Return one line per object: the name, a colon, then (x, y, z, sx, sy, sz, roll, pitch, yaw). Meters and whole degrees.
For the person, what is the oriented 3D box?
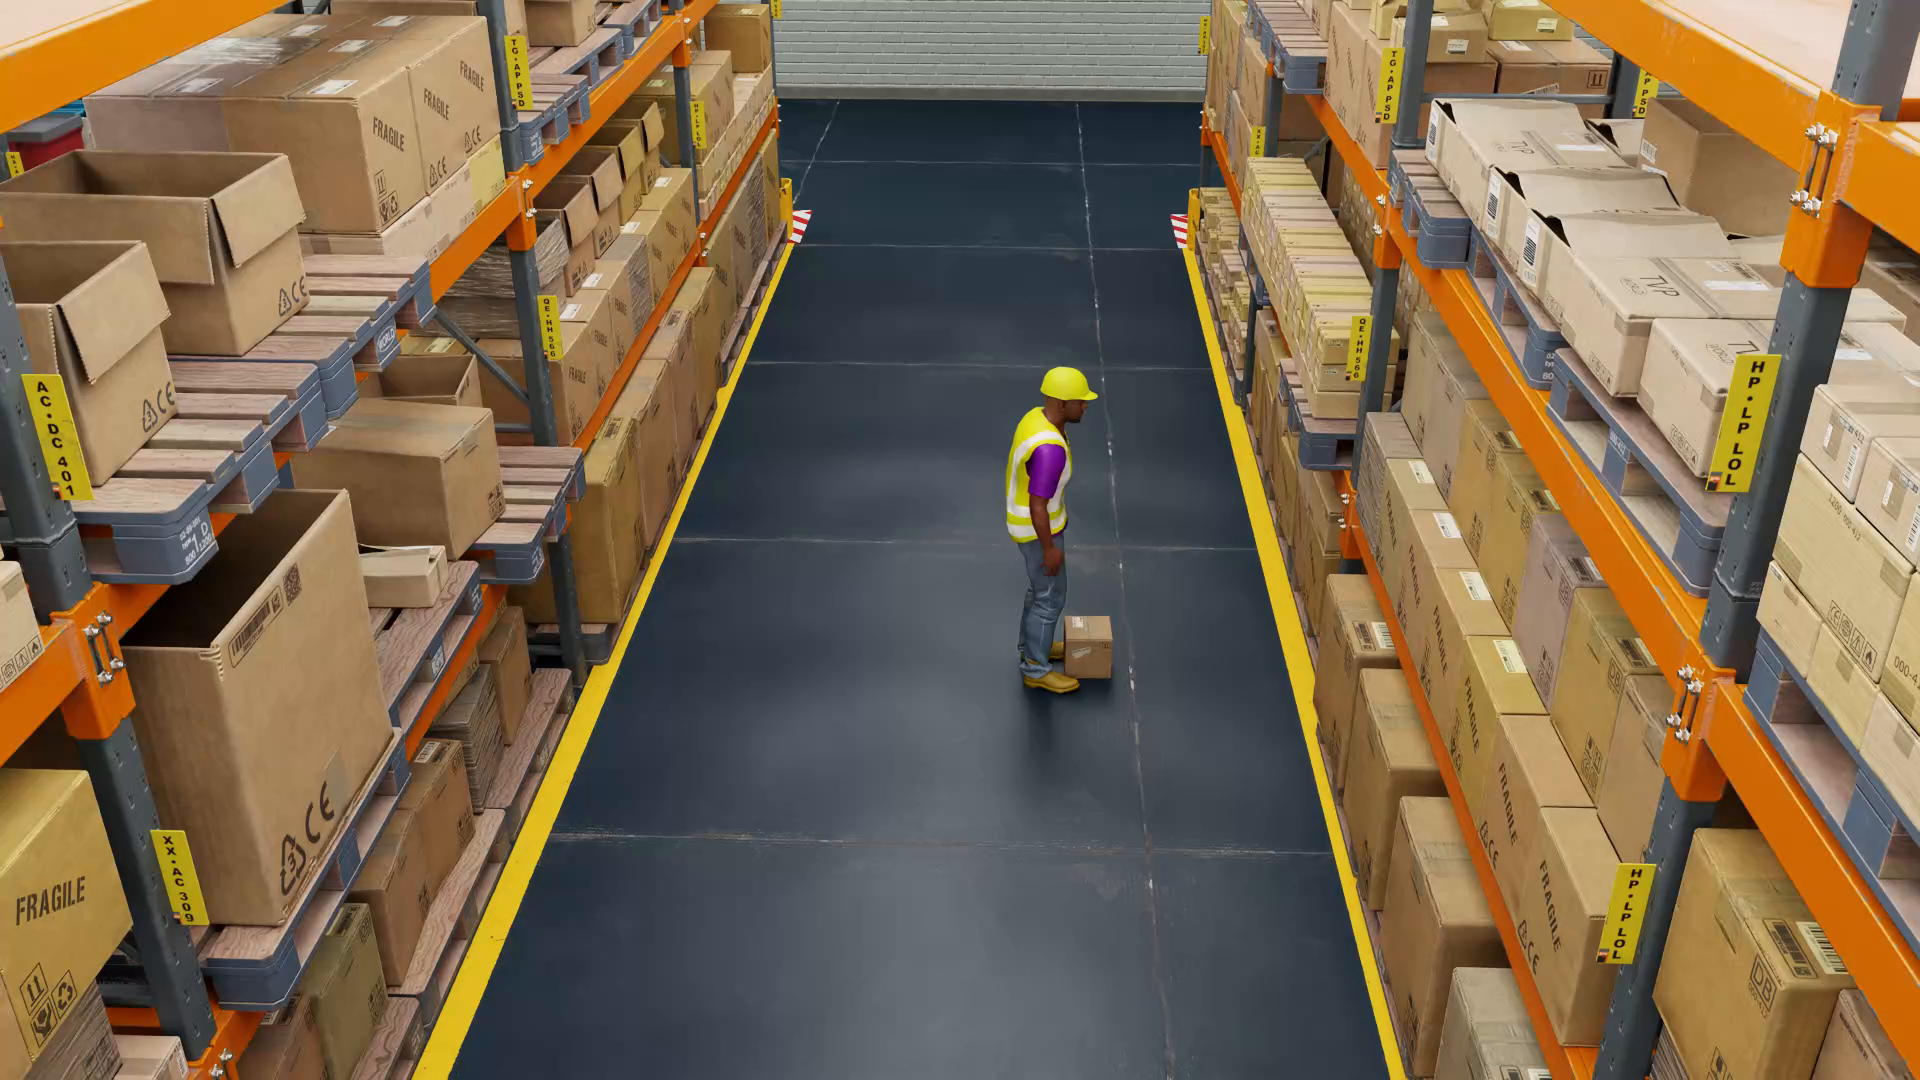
person: (0.466, -0.076, 8.745, 0.461, 1.760, 0.625, 1, 28, 1)
